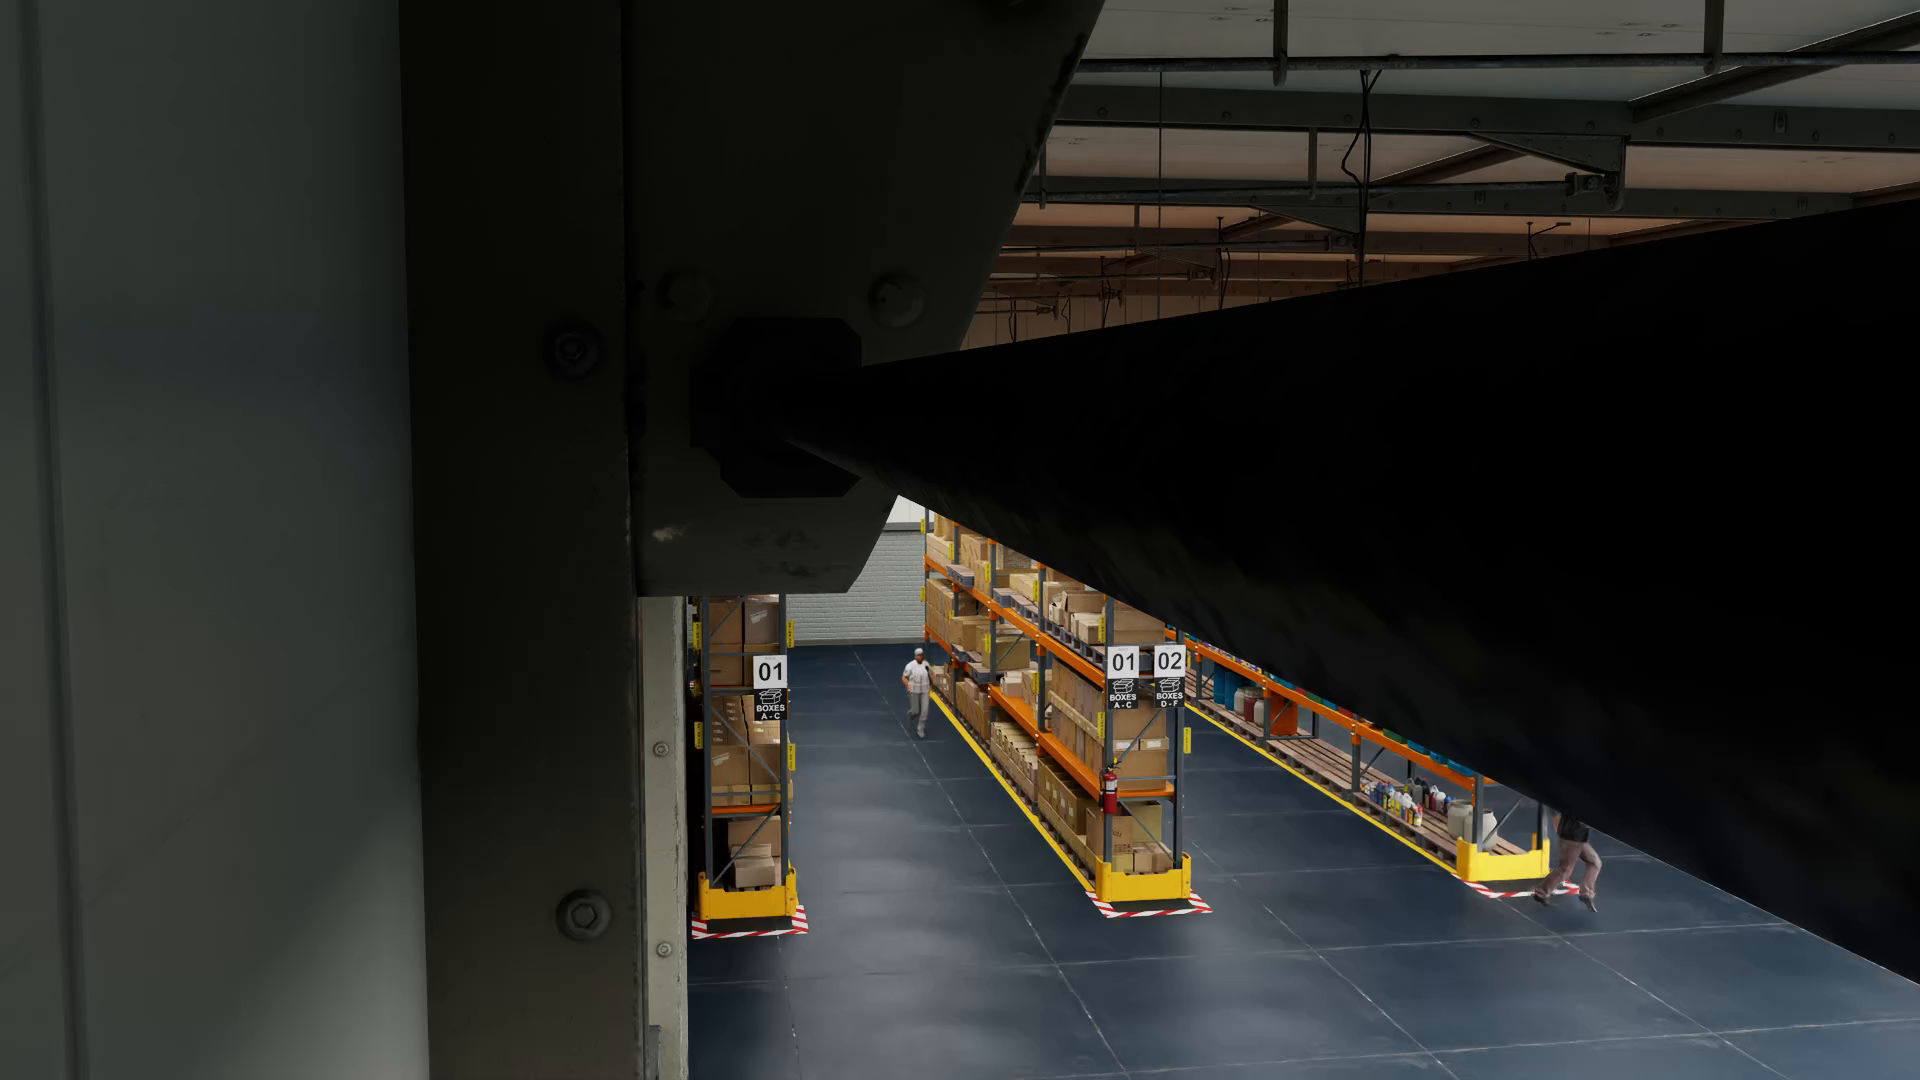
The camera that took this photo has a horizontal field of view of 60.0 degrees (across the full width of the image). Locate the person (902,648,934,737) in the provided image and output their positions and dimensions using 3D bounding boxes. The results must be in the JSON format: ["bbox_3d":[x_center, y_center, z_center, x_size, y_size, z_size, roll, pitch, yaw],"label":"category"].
[{"bbox_3d":[-0.776,2.822,30.920,0.599,1.640,0.587,-1,5,-15],"label":"person"}]

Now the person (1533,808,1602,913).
[{"bbox_3d":[7.457,3.695,20.299,0.846,1.757,0.678,1,5,11],"label":"person"}]
